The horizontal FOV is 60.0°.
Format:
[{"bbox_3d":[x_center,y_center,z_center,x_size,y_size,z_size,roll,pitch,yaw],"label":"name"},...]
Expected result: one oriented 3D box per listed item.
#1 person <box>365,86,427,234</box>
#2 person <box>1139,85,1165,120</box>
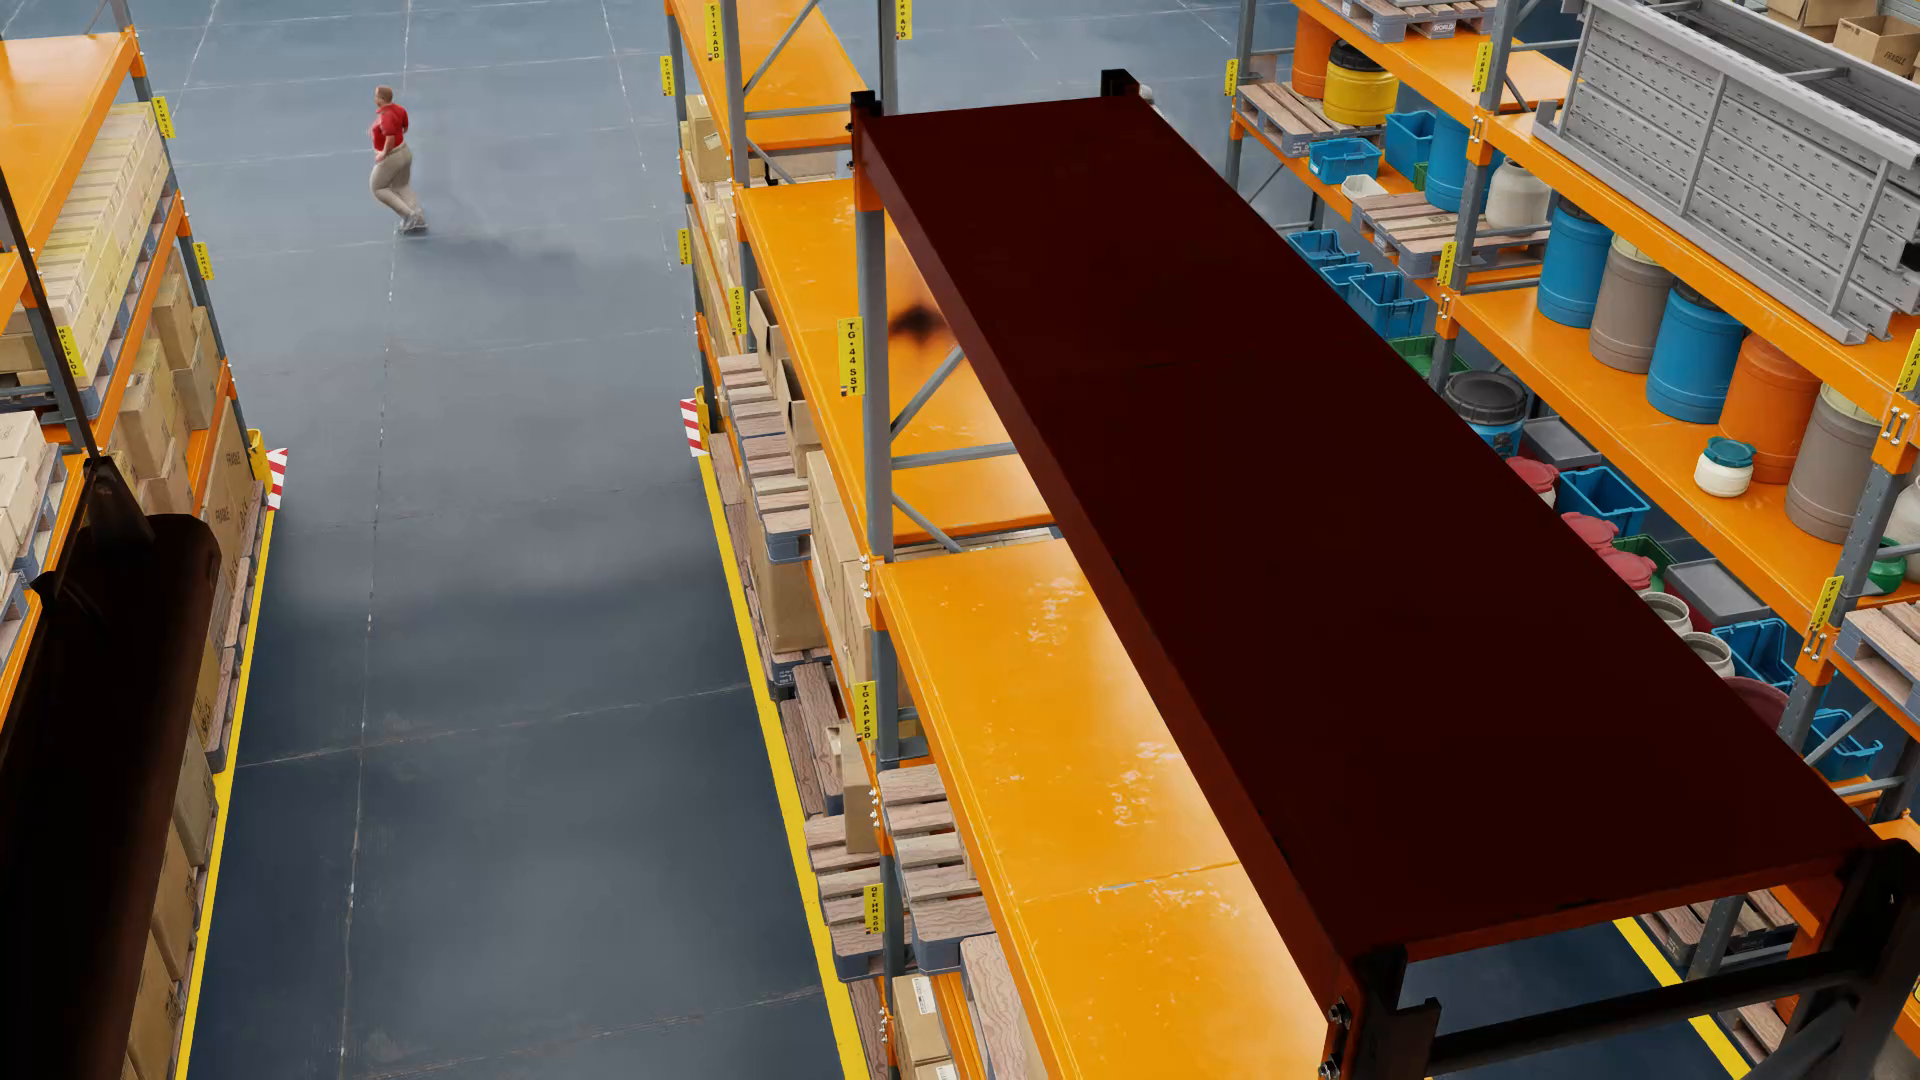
[{"bbox_3d":[-6.506,-4.330,18.919,0.621,1.705,0.648,8,35,12],"label":"person"},{"bbox_3d":[2.034,-4.372,19.025,0.716,1.712,0.574,3,35,5],"label":"person"}]
